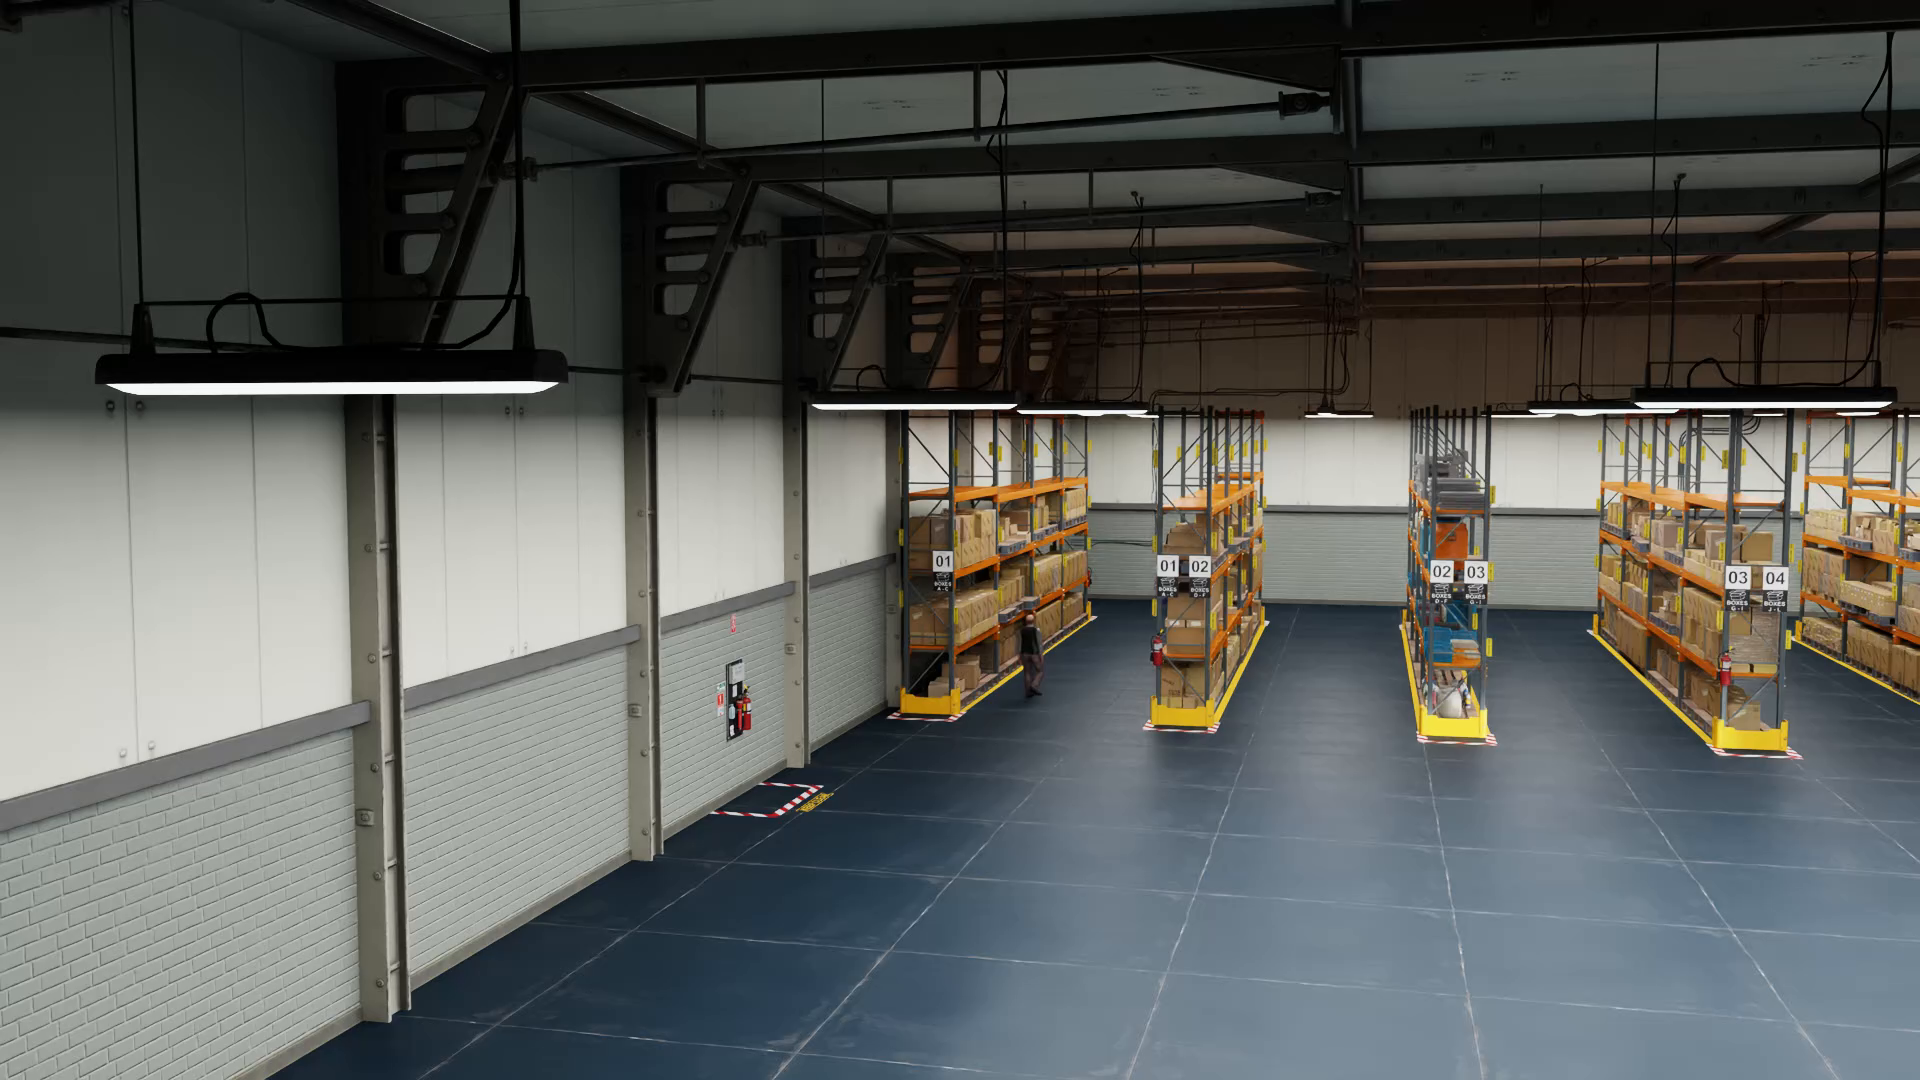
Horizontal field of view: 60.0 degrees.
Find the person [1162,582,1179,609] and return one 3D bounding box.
[{"bbox_3d":[6.352,1.318,49.864,0.608,1.639,0.523,2,5,26],"label":"person"}]

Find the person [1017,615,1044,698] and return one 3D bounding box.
[{"bbox_3d":[1.452,2.404,34.350,0.571,1.720,0.505,1,4,18],"label":"person"}]
